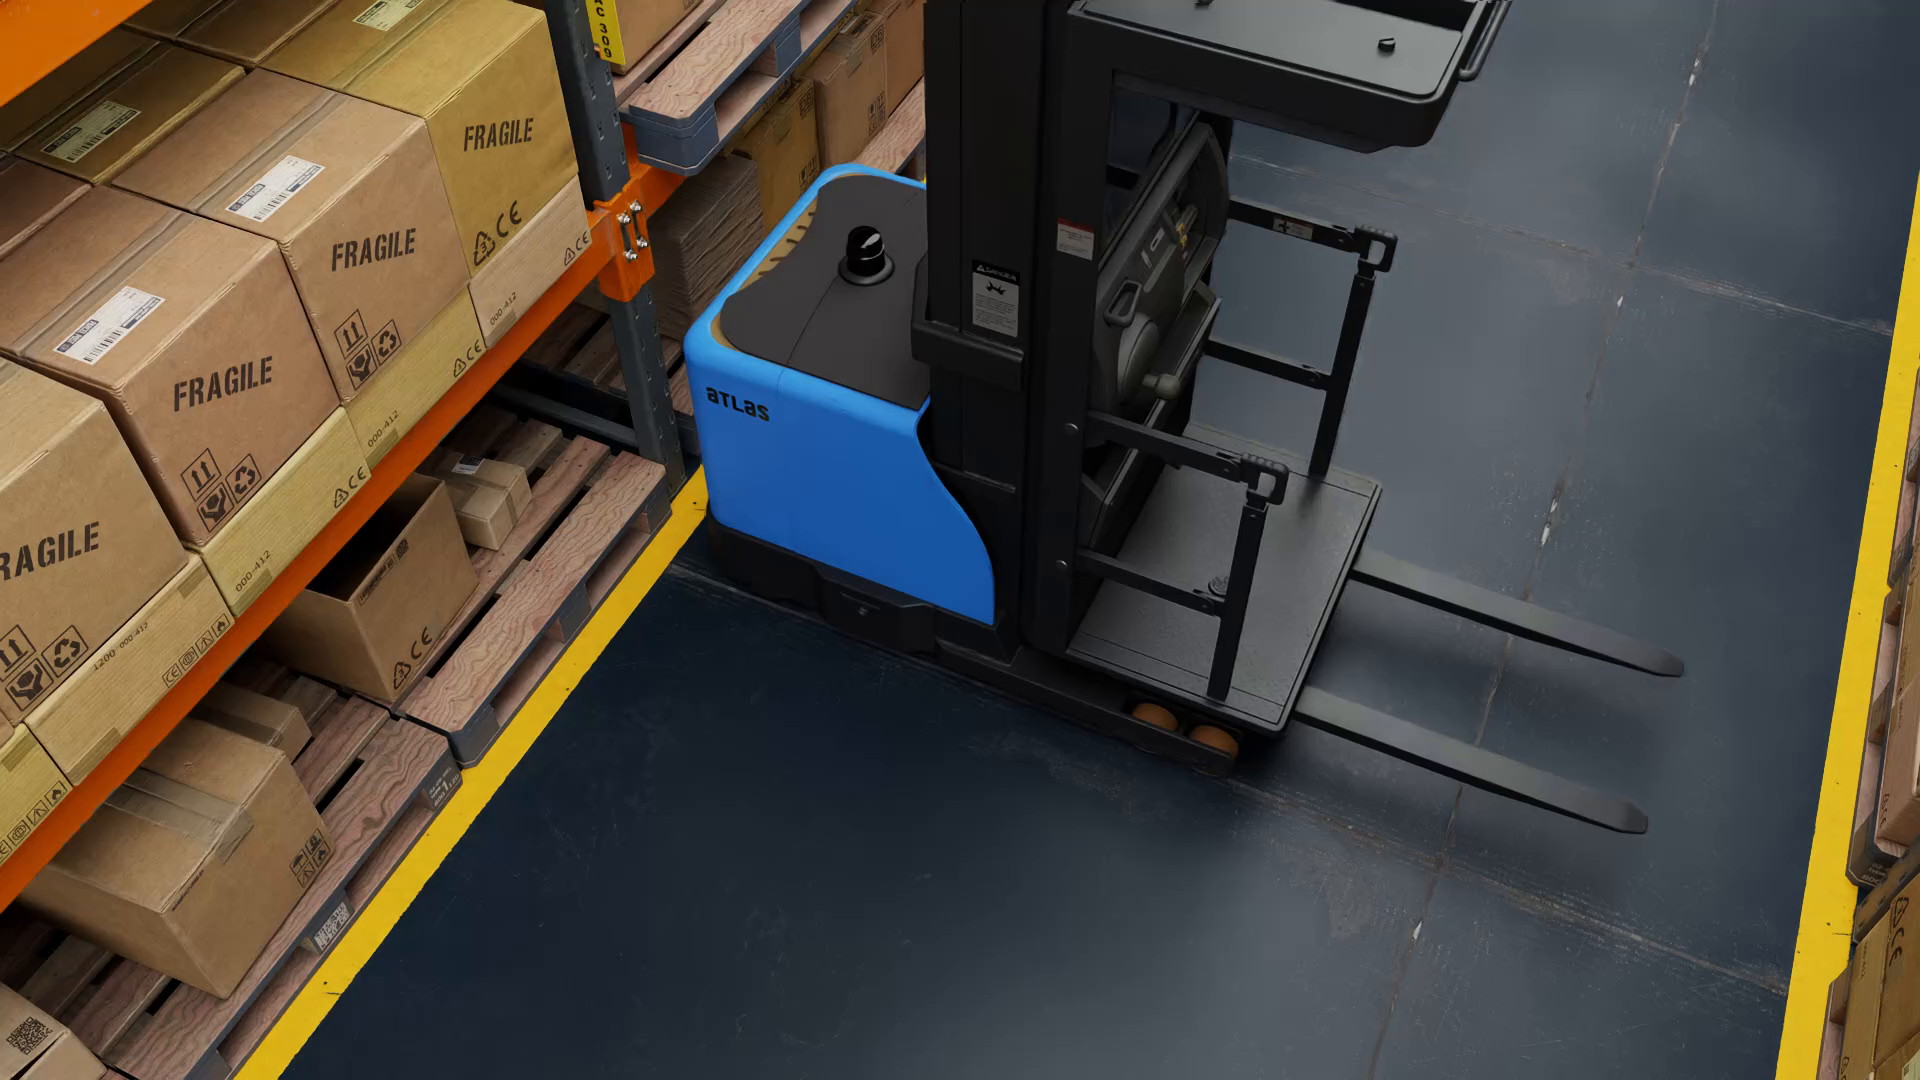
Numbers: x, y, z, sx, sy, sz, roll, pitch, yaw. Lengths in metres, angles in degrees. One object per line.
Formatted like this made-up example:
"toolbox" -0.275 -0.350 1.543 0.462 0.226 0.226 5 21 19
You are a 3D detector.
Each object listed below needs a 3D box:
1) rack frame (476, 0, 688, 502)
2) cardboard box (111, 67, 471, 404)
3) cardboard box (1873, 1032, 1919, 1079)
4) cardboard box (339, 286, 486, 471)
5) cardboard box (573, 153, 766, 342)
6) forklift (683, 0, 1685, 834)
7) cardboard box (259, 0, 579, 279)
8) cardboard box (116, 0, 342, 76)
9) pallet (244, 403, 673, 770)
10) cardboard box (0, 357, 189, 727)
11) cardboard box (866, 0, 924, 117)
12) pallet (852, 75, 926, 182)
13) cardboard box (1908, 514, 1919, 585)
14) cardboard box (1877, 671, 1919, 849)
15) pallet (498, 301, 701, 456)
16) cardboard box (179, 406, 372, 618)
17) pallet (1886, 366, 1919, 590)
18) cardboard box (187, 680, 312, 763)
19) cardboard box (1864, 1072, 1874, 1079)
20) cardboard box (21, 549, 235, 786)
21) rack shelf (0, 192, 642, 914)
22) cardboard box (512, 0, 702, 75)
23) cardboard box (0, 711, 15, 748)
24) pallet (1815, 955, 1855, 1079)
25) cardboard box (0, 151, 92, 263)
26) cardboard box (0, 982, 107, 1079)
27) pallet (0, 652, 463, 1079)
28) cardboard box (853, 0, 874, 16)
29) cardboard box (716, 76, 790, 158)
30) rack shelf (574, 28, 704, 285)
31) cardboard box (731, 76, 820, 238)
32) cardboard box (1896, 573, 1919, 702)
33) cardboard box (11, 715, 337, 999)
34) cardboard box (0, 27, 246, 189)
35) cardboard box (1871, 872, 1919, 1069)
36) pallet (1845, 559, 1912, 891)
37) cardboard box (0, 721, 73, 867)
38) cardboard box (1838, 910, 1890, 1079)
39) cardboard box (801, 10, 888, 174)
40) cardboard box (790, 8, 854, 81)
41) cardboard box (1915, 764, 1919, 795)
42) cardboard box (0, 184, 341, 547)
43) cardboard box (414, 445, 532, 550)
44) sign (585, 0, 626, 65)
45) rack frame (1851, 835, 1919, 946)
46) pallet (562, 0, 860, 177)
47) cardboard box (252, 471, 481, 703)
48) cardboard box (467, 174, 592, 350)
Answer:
"rack frame" -1.450 -1.305 4.891 1.000 3.000 0.127 20 52 16
"cardboard box" -1.580 -0.734 3.998 0.500 0.500 0.500 20 52 16
"cardboard box" 2.343 1.381 3.643 0.500 0.500 0.500 20 52 16
"cardboard box" -1.598 -0.497 4.289 0.500 0.250 0.500 20 52 16
"cardboard box" -1.150 -1.149 6.111 0.700 0.500 0.500 21 53 17
"forklift" 0.728 -0.689 4.411 3.031 2.935 1.130 20 52 16
"cardboard box" -1.372 -1.079 4.292 0.500 0.500 0.500 20 52 16
"cardboard box" -1.839 -1.250 4.437 0.500 0.500 0.500 19 52 15
"pallet" -1.704 0.073 5.549 1.003 0.211 1.213 20 52 16
"cardboard box" -2.026 -0.032 3.401 0.500 0.500 0.500 21 53 17
"cardboard box" -0.513 -2.210 7.014 0.700 0.500 0.500 20 52 16
"pallet" -0.598 -1.781 7.127 1.003 0.211 1.213 20 52 16
"cardboard box" 3.382 -0.020 5.328 0.500 0.250 0.500 21 53 17
"cardboard box" 2.946 0.680 4.732 0.500 0.250 0.500 19 52 16
"pallet" -1.118 -0.938 6.409 1.003 0.211 1.213 20 52 16
"cardboard box" -1.799 -0.146 3.990 0.500 0.250 0.500 20 52 16
"pallet" 3.830 -0.155 5.743 1.003 0.211 1.213 20 52 16
"cardboard box" -2.151 0.572 4.877 0.380 0.149 0.250 16 51 13
"cardboard box" 2.341 1.623 3.929 0.500 0.250 0.500 20 52 16
"cardboard box" -2.013 0.201 3.695 0.500 0.250 0.500 20 53 16
"rack shelf" -2.304 0.306 3.993 1.077 0.370 4.000 20 52 16
"cardboard box" -1.201 -1.819 4.974 0.700 0.500 0.500 20 52 16
"cardboard box" -2.236 0.327 3.095 0.500 0.500 0.500 18 52 15
"pallet" 2.653 1.742 4.129 1.003 0.211 1.213 20 52 16
"cardboard box" -2.281 -0.553 3.844 0.500 0.500 0.500 21 53 17
"cardboard box" -2.538 1.339 4.118 0.500 0.311 0.500 24 54 19
"pallet" -2.224 0.916 4.832 1.003 0.211 1.213 20 52 16
"cardboard box" -0.517 -2.394 6.677 0.500 0.250 0.500 20 52 16
"cardboard box" -0.965 -1.697 6.084 0.500 0.250 0.500 19 52 15
"rack shelf" -0.595 -2.449 6.336 1.077 0.370 4.000 20 52 16
"cardboard box" -0.975 -1.522 6.428 0.700 0.500 0.500 19 52 15
"cardboard box" 3.164 0.332 5.028 0.500 0.250 0.500 19 52 16
"cardboard box" -2.179 0.789 4.462 0.700 0.500 0.500 17 52 14
"cardboard box" -2.064 -0.895 4.135 0.500 0.500 0.500 20 52 16
"cardboard box" 2.550 1.034 3.938 0.500 0.500 0.500 20 52 16
"pallet" 3.310 0.688 5.026 1.003 0.211 1.213 20 52 16
"cardboard box" -2.231 0.548 3.399 0.500 0.250 0.500 19 52 16
"cardboard box" 2.559 1.280 4.221 0.500 0.250 0.500 20 52 16
"cardboard box" -0.720 -1.860 6.715 0.700 0.500 0.500 20 53 16
"cardboard box" -0.746 -2.056 6.390 0.500 0.250 0.500 18 52 15
"cardboard box" 2.945 0.506 4.512 0.500 0.311 0.500 20 52 16
"cardboard box" -1.805 -0.390 3.706 0.500 0.500 0.500 18 52 15
"cardboard box" -1.651 -0.151 5.480 0.380 0.166 0.250 14 51 11
"sign" -0.956 -1.414 4.415 0.100 0.325 0.005 20 52 16
"rack frame" 3.031 0.305 3.521 1.000 3.000 0.127 20 52 16
"pallet" -0.991 -1.721 5.371 1.003 0.211 1.213 20 52 16
"cardboard box" -1.857 0.091 5.056 0.500 0.500 0.500 16 52 13
"cardboard box" -1.378 -0.838 4.579 0.500 0.250 0.500 20 52 16
